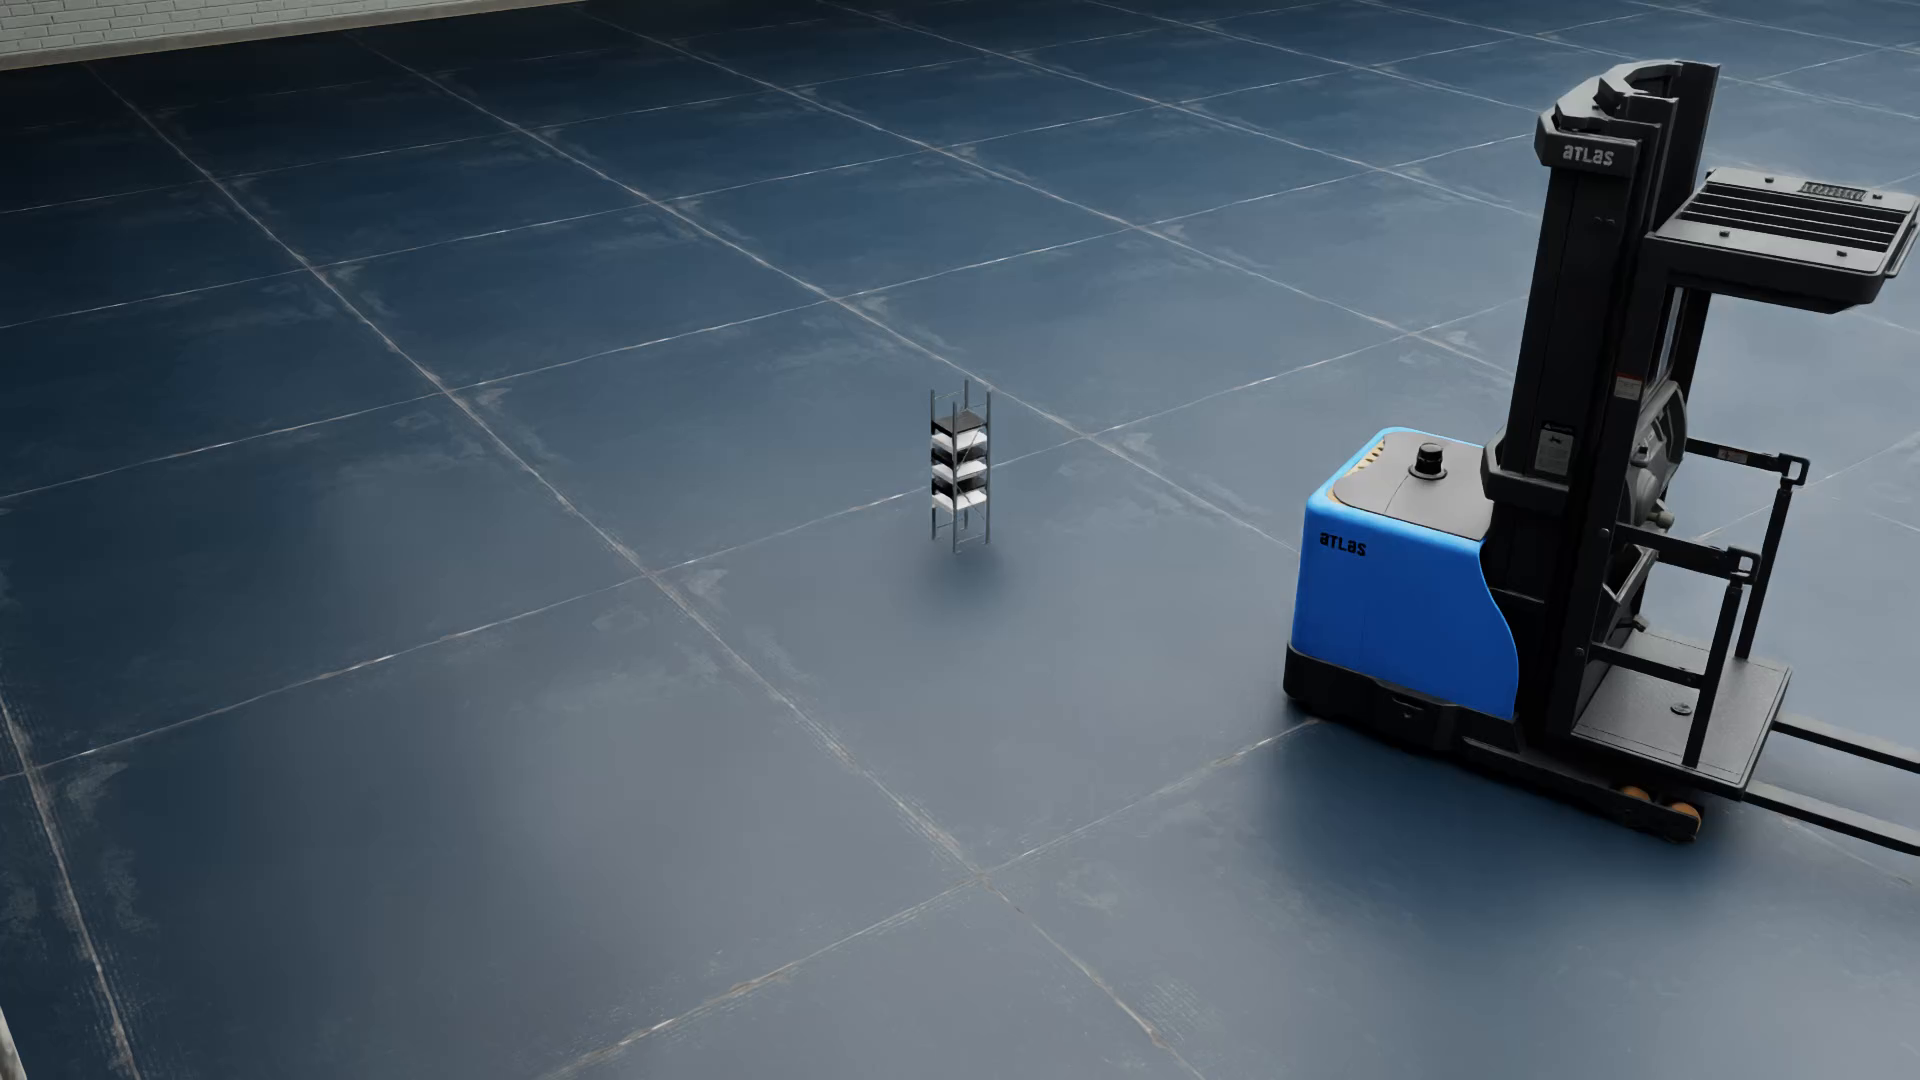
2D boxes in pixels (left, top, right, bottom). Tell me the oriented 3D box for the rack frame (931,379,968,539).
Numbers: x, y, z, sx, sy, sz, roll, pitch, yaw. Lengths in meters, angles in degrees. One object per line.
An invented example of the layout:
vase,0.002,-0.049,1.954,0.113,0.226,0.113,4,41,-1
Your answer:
rack frame,-0.054,-0.432,9.040,0.240,0.900,0.006,-19,34,-31

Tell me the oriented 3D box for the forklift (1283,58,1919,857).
forklift,3.017,-0.324,6.714,3.031,2.935,1.130,18,33,29

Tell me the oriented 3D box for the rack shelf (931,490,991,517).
rack shelf,0.005,-0.205,9.069,0.258,0.077,0.200,-19,34,-31

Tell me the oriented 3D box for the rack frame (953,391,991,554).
rack frame,0.064,-0.353,8.895,0.240,0.900,0.006,-19,34,-31

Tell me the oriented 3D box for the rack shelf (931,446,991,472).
rack shelf,0.005,-0.442,8.940,0.258,0.077,0.200,-19,34,-31

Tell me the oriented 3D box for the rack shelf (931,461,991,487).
rack shelf,0.005,-0.363,8.983,0.258,0.077,0.200,-19,34,-31

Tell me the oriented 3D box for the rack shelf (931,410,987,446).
rack shelf,0.005,-0.600,8.854,0.258,0.077,0.200,-19,34,-31

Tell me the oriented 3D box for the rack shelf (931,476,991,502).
rack shelf,0.005,-0.284,9.026,0.258,0.077,0.200,-19,34,-31

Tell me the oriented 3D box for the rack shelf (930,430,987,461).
rack shelf,0.005,-0.521,8.897,0.258,0.077,0.200,-19,34,-31

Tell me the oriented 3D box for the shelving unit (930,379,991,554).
shelving unit,0.005,-0.392,8.967,0.258,0.900,0.210,-19,34,-31
